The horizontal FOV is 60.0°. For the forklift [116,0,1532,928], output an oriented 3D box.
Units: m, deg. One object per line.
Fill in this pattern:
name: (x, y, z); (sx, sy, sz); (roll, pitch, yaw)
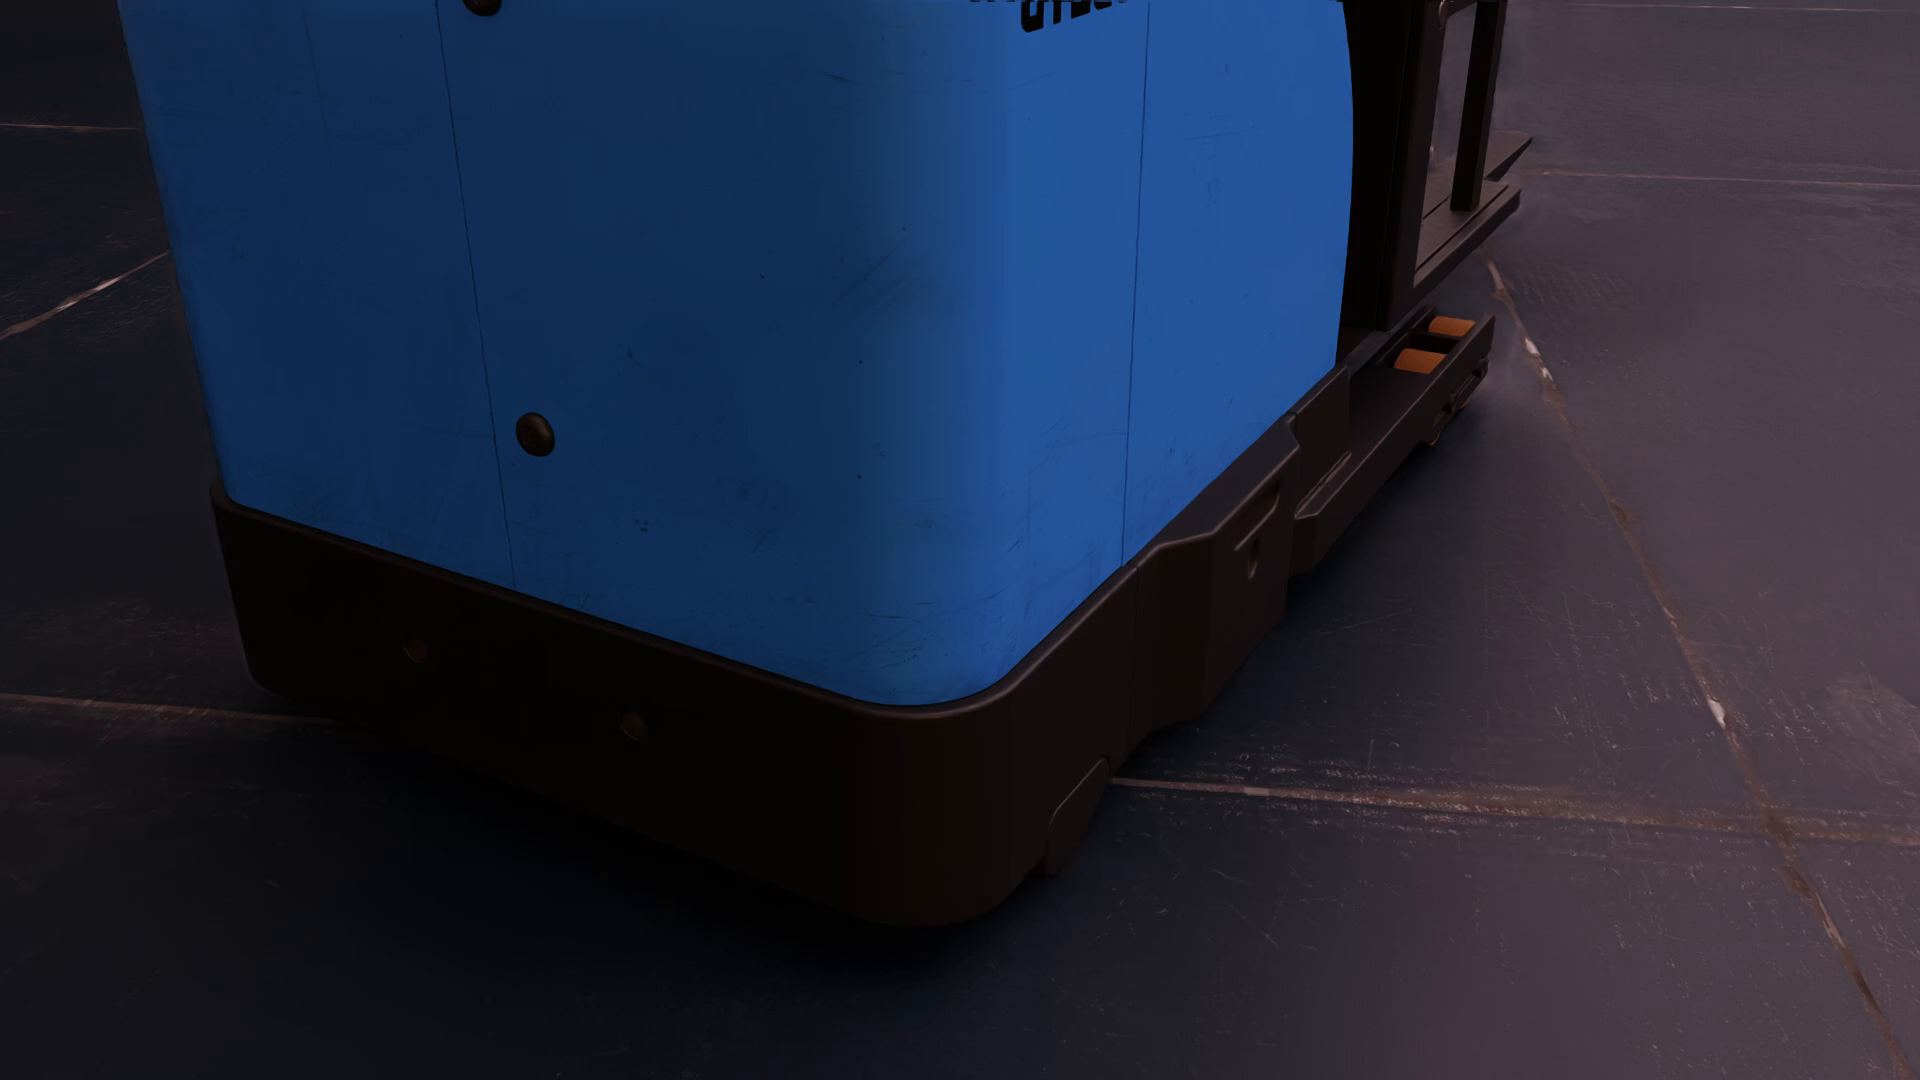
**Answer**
forklift: (0.297, -1.560, 2.344); (1.130, 2.935, 3.031); (14, 30, 26)
